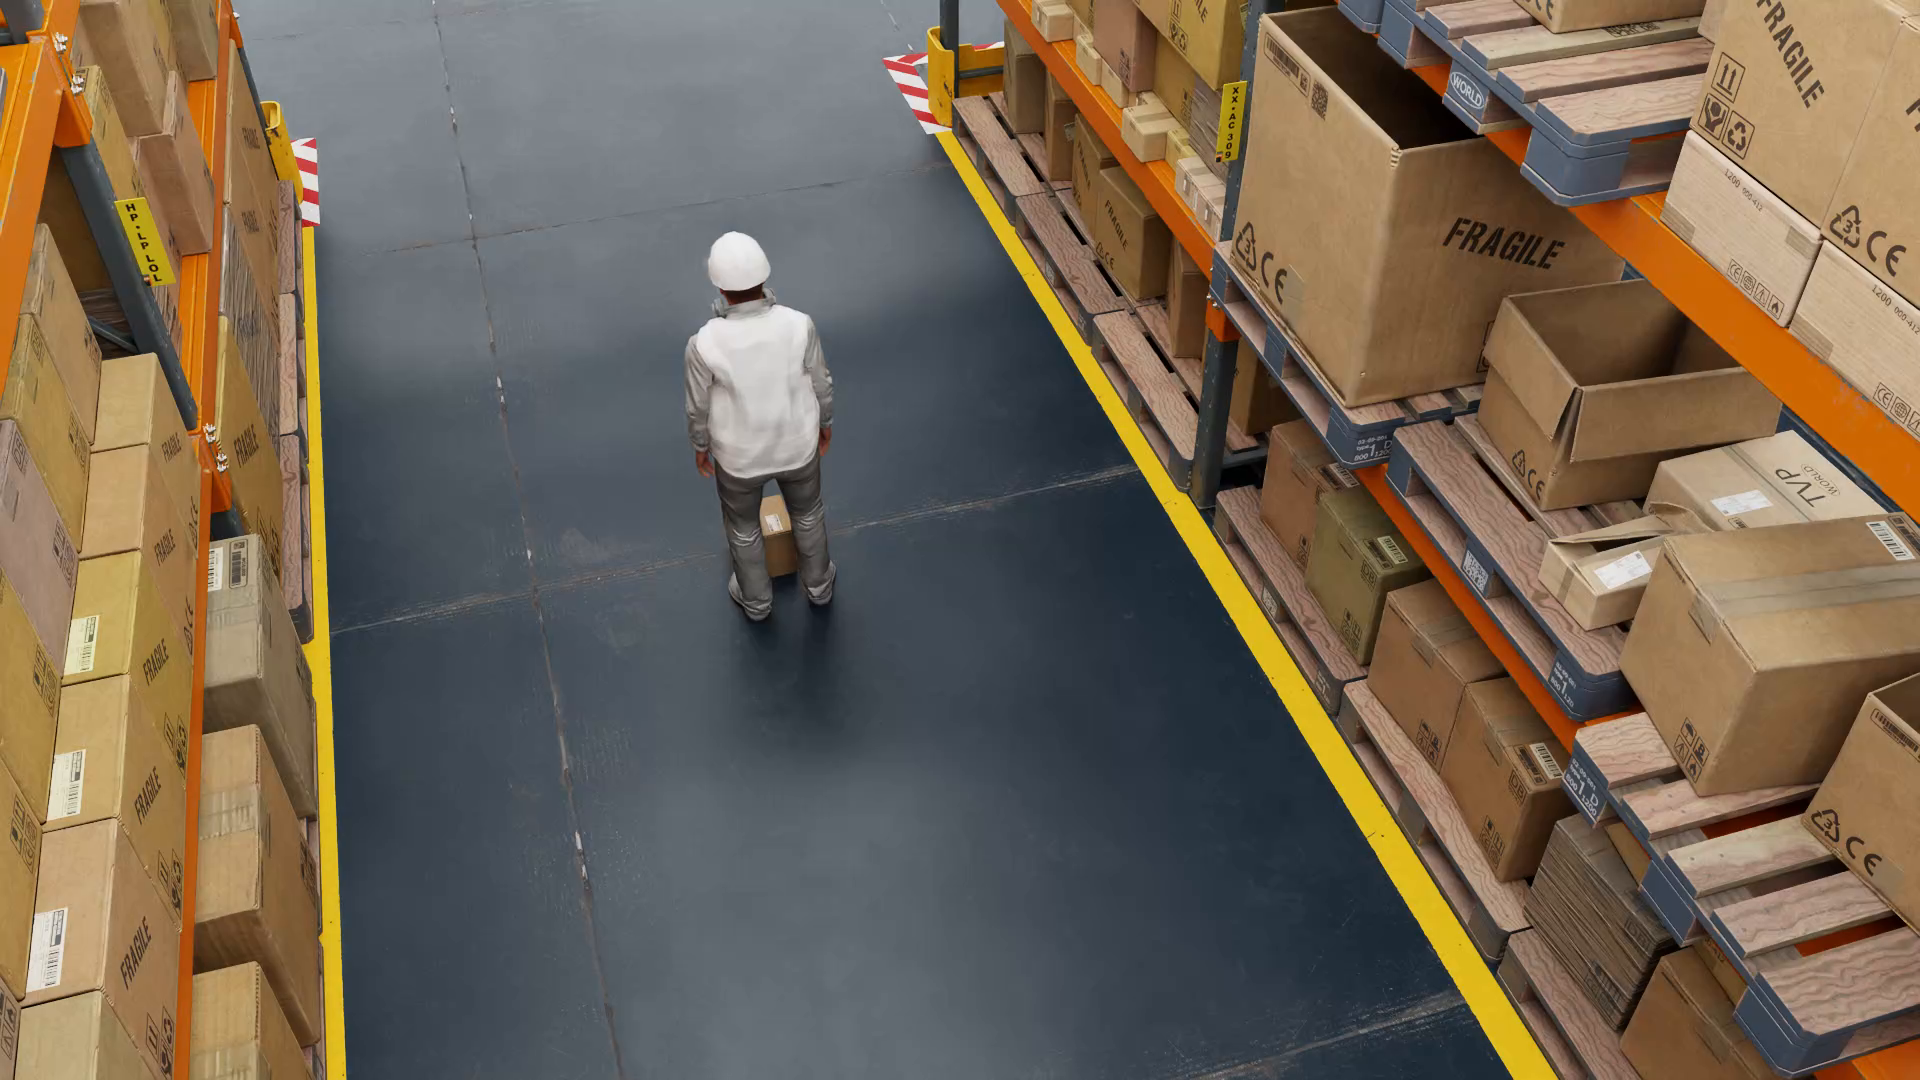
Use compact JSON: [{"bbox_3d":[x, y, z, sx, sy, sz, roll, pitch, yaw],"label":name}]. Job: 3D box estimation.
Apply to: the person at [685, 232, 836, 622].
[{"bbox_3d":[-0.779,-0.405,6.592,0.579,1.770,0.464,-12,43,-13],"label":"person"}]
